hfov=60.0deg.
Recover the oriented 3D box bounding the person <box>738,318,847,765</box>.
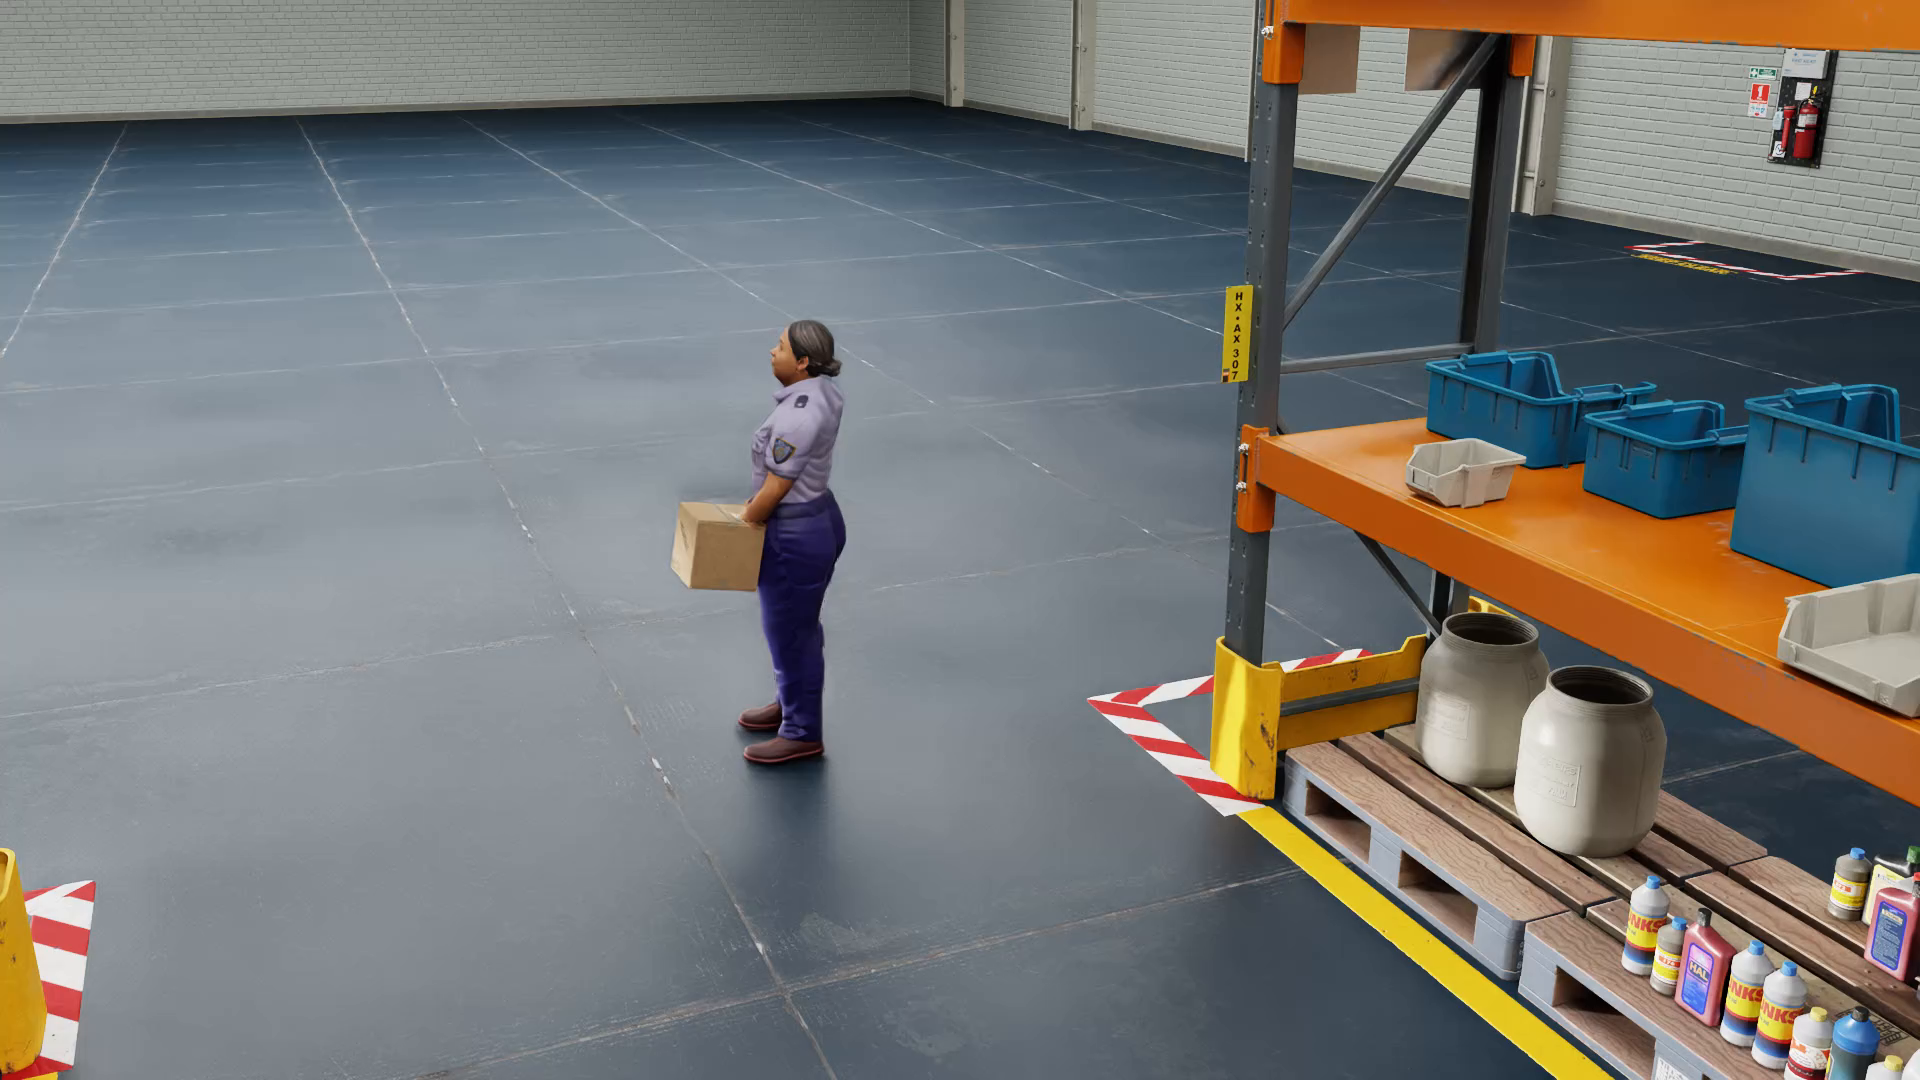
[{"bbox_3d":[-0.650,0.002,6.067,0.478,1.648,0.505,3,19,8],"label":"person"}]
